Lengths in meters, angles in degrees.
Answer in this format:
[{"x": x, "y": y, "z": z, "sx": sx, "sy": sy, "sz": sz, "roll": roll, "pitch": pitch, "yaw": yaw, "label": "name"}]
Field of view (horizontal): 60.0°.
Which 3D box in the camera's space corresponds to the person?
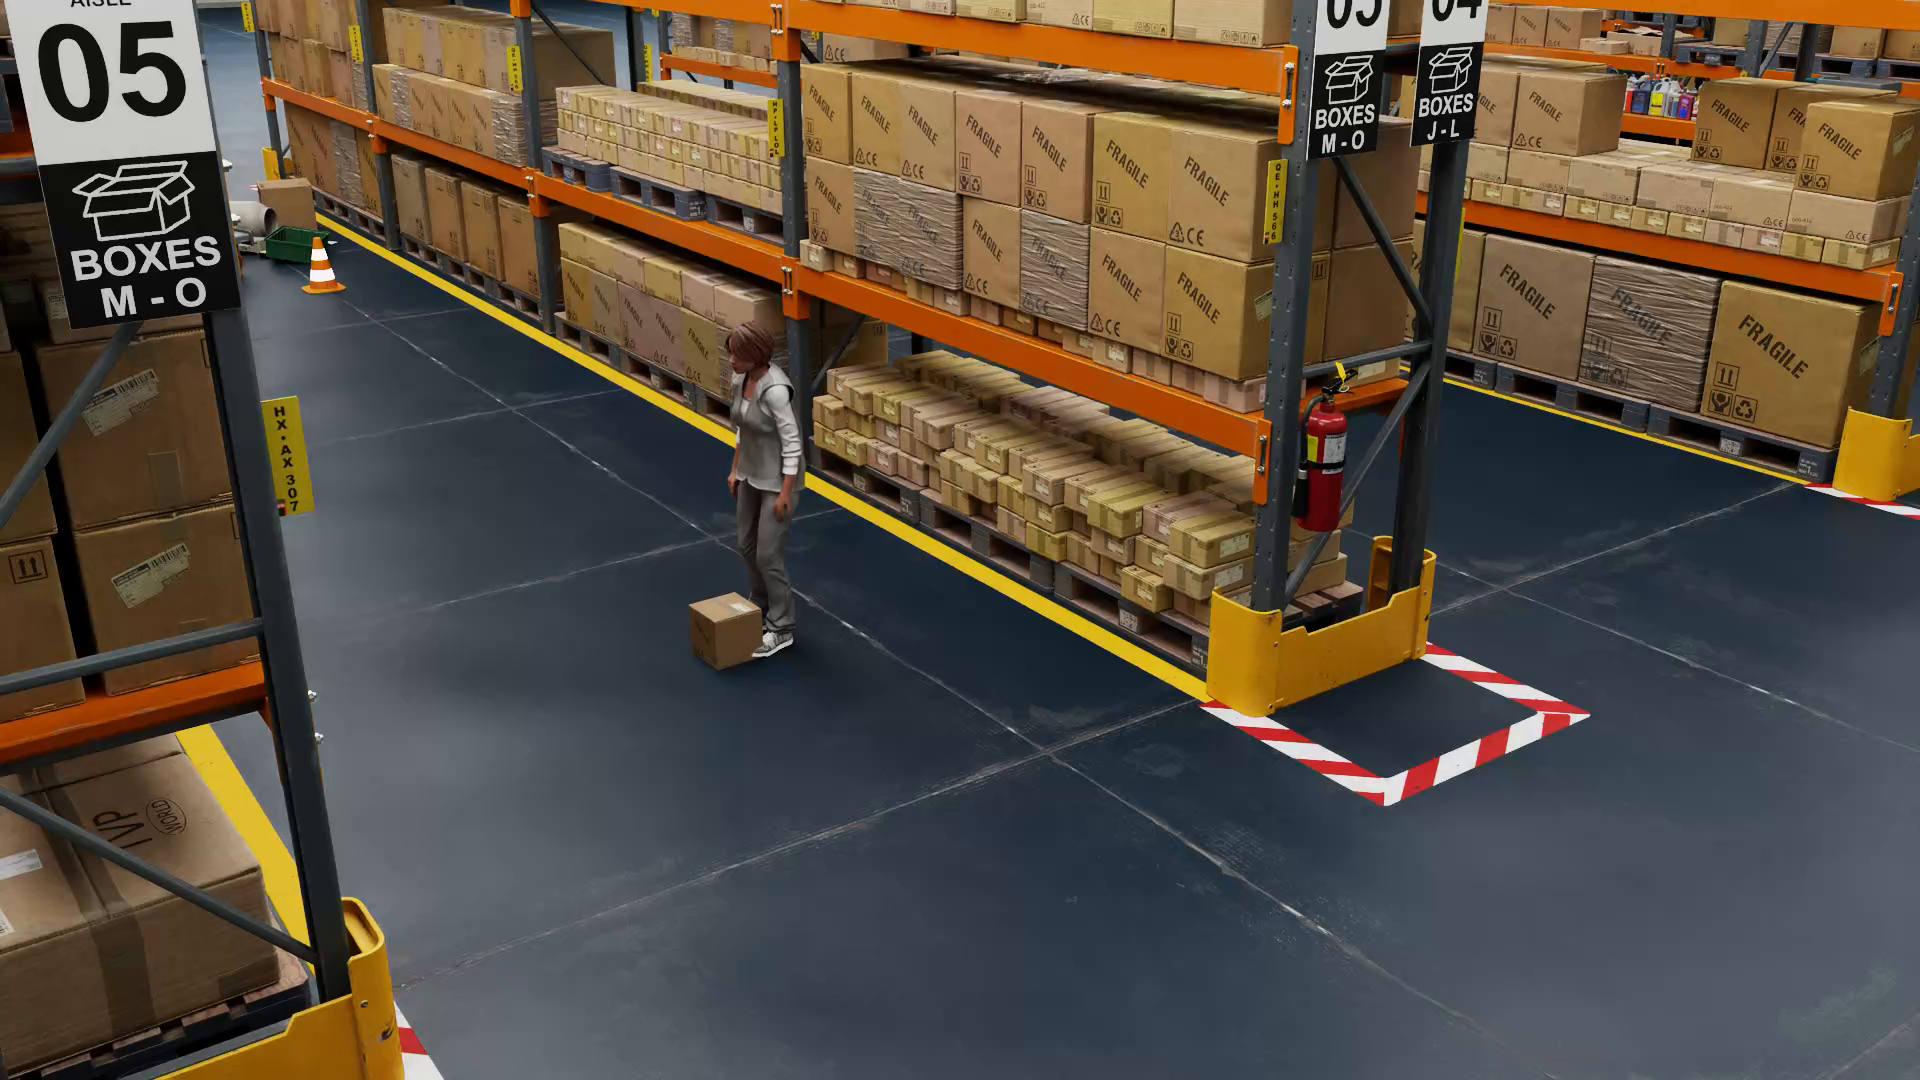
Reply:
[{"x": -0.917, "y": -0.241, "z": 7.721, "sx": 0.370, "sy": 1.582, "sz": 0.484, "roll": -16, "pitch": 27, "yaw": -35, "label": "person"}]
